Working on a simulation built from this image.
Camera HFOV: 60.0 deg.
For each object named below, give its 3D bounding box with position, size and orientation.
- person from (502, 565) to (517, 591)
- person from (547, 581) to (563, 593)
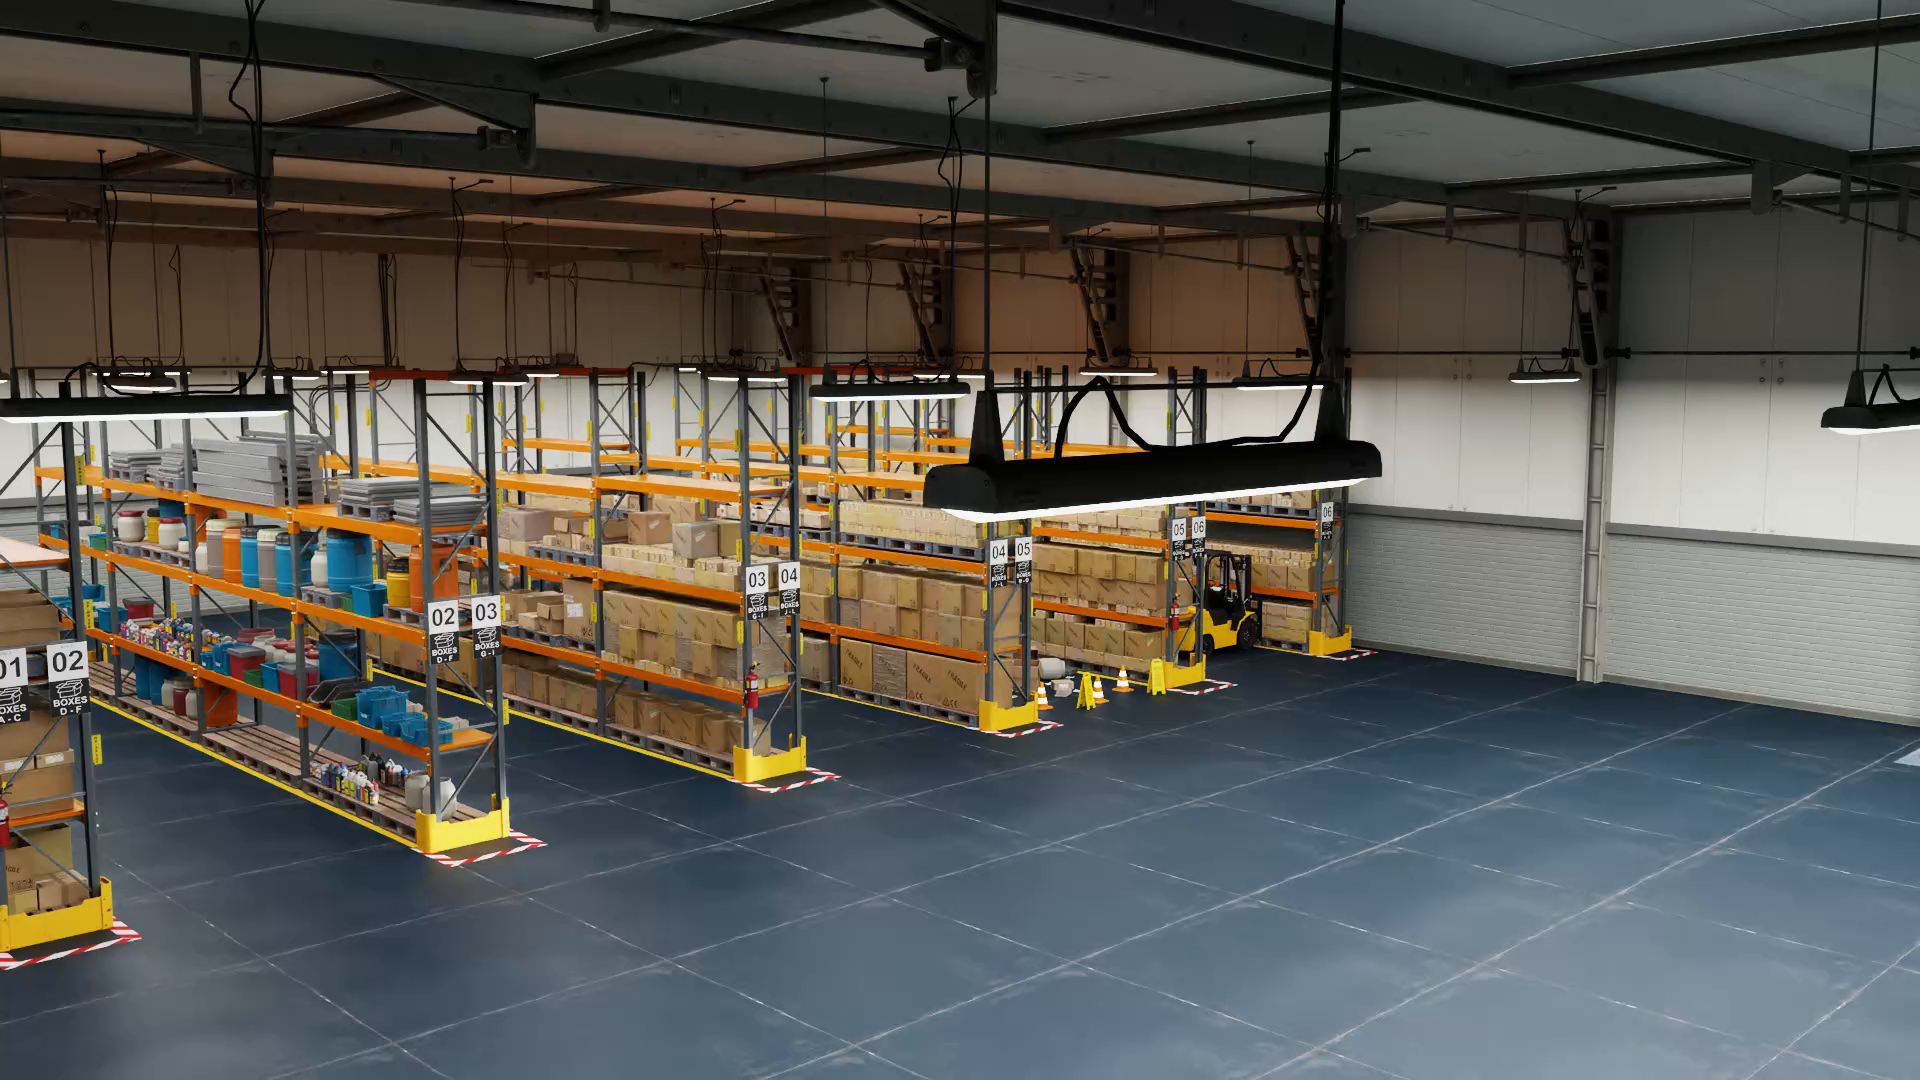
[{"bbox_3d":[-10.068,1.358,36.832,0.691,1.652,0.843,-5,8,-38],"label":"person"},{"bbox_3d":[-9.947,0.908,40.820,0.534,1.649,0.684,1,7,9],"label":"person"}]
